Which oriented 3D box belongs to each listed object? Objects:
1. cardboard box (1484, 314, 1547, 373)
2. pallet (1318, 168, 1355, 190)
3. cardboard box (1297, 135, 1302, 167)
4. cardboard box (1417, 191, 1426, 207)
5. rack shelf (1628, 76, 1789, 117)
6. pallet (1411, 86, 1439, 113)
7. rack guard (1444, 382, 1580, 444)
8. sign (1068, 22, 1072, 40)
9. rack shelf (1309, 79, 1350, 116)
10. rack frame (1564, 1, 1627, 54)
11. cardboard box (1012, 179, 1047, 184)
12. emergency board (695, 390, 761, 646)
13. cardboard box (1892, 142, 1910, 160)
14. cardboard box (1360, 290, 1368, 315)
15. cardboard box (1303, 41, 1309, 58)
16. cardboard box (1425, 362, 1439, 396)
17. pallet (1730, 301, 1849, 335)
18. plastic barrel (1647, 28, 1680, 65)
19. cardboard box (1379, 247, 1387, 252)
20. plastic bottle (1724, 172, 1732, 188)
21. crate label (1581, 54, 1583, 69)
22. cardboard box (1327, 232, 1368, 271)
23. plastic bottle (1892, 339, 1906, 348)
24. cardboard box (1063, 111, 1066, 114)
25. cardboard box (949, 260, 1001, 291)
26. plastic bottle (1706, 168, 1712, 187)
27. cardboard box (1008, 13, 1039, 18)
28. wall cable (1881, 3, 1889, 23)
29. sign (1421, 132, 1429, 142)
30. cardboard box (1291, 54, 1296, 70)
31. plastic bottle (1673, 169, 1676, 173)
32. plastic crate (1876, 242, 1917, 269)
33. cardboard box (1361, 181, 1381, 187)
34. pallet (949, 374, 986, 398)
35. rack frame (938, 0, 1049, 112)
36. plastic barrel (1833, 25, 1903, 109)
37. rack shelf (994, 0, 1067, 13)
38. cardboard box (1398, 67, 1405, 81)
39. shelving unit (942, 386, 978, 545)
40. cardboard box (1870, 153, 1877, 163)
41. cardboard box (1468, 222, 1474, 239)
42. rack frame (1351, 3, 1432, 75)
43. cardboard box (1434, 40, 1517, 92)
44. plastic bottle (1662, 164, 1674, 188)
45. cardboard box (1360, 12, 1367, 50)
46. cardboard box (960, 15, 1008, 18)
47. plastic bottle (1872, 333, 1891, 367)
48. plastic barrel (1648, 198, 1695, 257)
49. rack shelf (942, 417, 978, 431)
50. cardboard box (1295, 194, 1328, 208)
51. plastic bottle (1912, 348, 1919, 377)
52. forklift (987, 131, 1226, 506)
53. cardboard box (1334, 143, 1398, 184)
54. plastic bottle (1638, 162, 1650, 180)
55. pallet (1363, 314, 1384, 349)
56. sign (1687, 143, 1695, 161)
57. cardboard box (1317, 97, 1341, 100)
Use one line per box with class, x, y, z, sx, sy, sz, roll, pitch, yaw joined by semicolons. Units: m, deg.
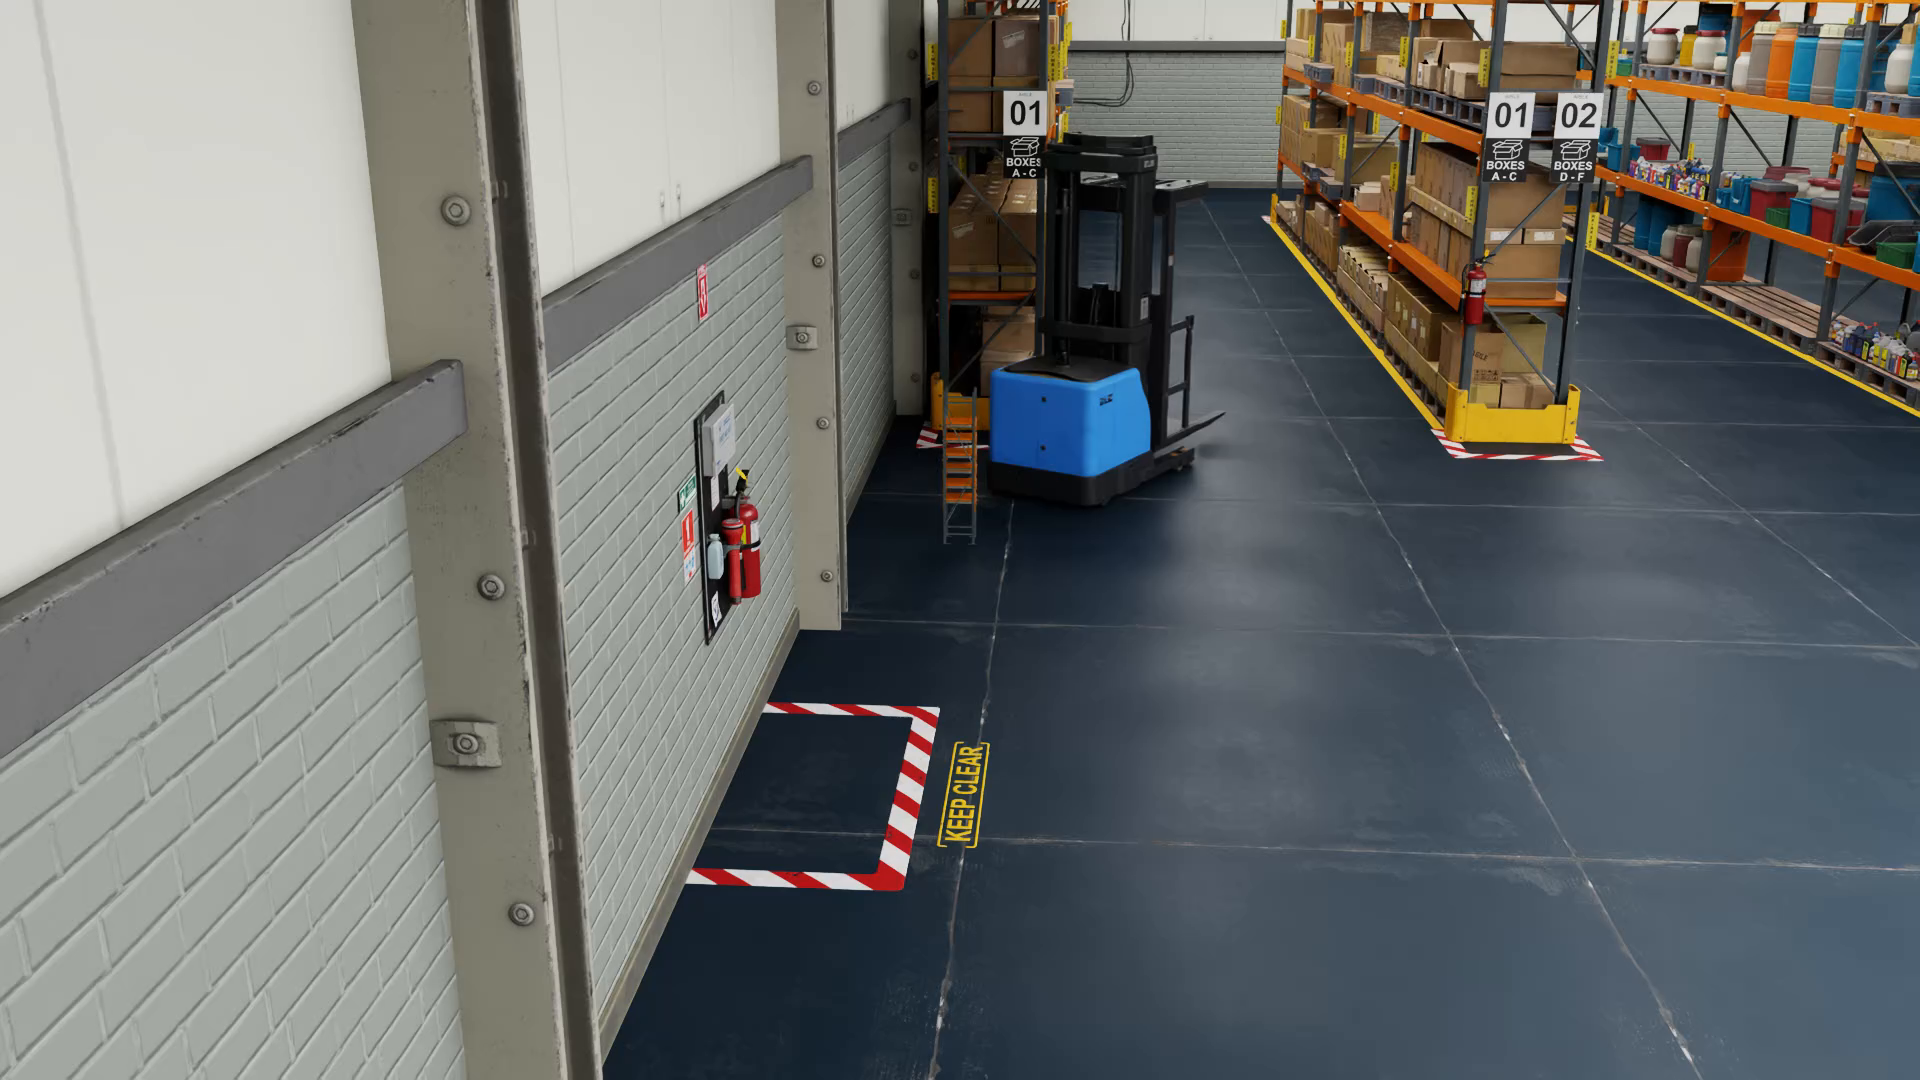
cardboard box;5.539;-1.972;16.662;0.500;0.500;0.500;1;18;4
pallet;5.953;-5.404;24.905;1.003;0.211;1.213;1;18;4
cardboard box;5.920;-6.502;27.787;0.500;0.500;0.500;2;18;5
cardboard box;5.284;-3.767;18.399;0.380;0.149;0.250;1;18;2
rack shelf;10.902;-6.484;24.231;1.077;0.370;4.000;1;18;4
pallet;5.496;-4.766;17.977;1.003;0.211;1.213;1;18;4
rack guard;5.243;-1.211;15.815;1.175;0.500;0.348;1;18;4
sign;1.990;-9.277;30.305;0.100;0.325;0.005;1;18;4
rack shelf;5.961;-6.595;24.572;1.077;0.370;4.000;1;18;4
rack frame;11.332;-10.114;29.339;1.000;3.000;0.127;1;18;4
cardboard box;0.834;-3.744;18.535;0.500;0.500;0.500;1;18;4
emergency board;-1.155;-0.122;8.478;0.194;1.169;0.643;1;18;4
cardboard box;15.826;-6.443;27.532;0.500;0.250;0.500;2;18;5
cardboard box;5.346;-2.993;20.980;0.500;0.250;0.500;2;18;5
cardboard box;5.908;-8.037;27.254;0.500;0.250;0.500;1;18;4
cardboard box;5.012;-1.628;16.815;0.500;0.250;0.500;1;18;4
pallet;10.574;-2.836;21.240;1.003;0.211;1.213;1;18;4
plastic barrel;10.757;-7.553;25.446;0.433;0.535;0.433;0;18;0
cardboard box;6.026;-3.882;22.794;0.500;0.311;0.500;2;18;5
plastic bottle;11.230;-5.239;24.301;0.097;0.271;0.097;0;18;0
crate label;10.943;-8.339;28.977;0.408;0.251;0.502;1;18;4
cardboard box;5.651;-4.208;24.255;0.500;0.500;0.500;2;18;6
plastic bottle;10.105;-2.024;17.950;0.152;0.276;0.135;1;18;4
cardboard box;1.424;-7.469;30.417;0.980;0.700;0.700;2;18;6
cardboard box;0.143;-2.603;16.259;0.500;0.250;0.500;2;18;5
plastic bottle;11.065;-5.325;24.435;0.144;0.351;0.185;1;18;4
cardboard box;0.945;-7.839;25.139;0.500;0.250;0.500;1;18;2
wall cable;20.115;-13.212;33.625;2.277;5.999;0.120;1;18;4
sign;6.372;-5.430;22.816;0.100;0.325;0.005;1;18;4
cardboard box;6.018;-8.265;28.754;0.500;0.250;0.500;1;18;4
plastic bottle;10.527;-5.311;24.502;0.061;0.283;0.133;1;18;4
plastic crate;10.093;-3.021;17.665;0.450;0.188;0.662;1;18;4
cardboard box;5.748;-4.736;22.704;0.500;0.311;0.500;2;18;7
pallet;0.402;-1.465;17.056;1.003;0.211;1.213;1;18;4
rack frame;0.303;-5.366;14.848;1.000;3.000;0.127;1;18;4
plastic barrel;10.291;-5.363;18.851;0.600;0.901;0.708;1;18;4
rack shelf;1.020;-7.940;24.501;1.077;0.370;4.000;1;18;4
cardboard box;5.729;-5.795;20.539;0.500;0.250;0.500;0;18;-1
shelving unit;-0.001;-0.566;12.722;0.258;1.200;0.189;1;18;4
cardboard box;15.828;-6.531;28.442;0.380;0.149;0.250;1;18;3
cardboard box;5.099;-2.966;15.955;0.380;0.149;0.250;2;18;5
rack frame;5.818;-7.742;22.097;1.000;3.000;0.127;1;18;4
cardboard box;5.287;-4.880;17.117;0.797;0.503;0.637;3;18;10
plastic bottle;10.519;-5.393;24.644;0.144;0.351;0.185;1;18;4
cardboard box;5.892;-7.133;23.290;0.500;0.500;0.500;1;18;4
cardboard box;0.270;-5.570;18.488;0.500;0.500;0.500;2;18;5
plastic bottle;9.956;-2.055;17.924;0.144;0.351;0.185;1;18;3
plastic barrel;10.938;-4.835;25.557;0.600;0.901;0.708;1;18;4
rack shelf;-0.001;-0.866;12.624;0.258;0.103;0.180;1;18;4
cardboard box;6.234;-5.739;28.924;0.797;0.503;0.637;1;18;4
plastic bottle;10.031;-1.868;17.463;0.061;0.283;0.133;1;18;4
forklift;1.451;-2.075;14.549;1.130;2.935;3.031;11;21;31
cardboard box;5.751;-5.336;23.555;0.700;0.500;0.500;-5;19;-15
plastic bottle;10.606;-5.713;25.742;0.152;0.276;0.135;1;18;4
pallet;5.545;-2.553;20.375;1.003;0.211;1.213;1;18;4
sign;11.593;-6.140;26.399;0.100;0.325;0.005;1;18;4
cardboard box;6.598;-7.597;29.523;0.500;0.500;0.500;2;18;5
